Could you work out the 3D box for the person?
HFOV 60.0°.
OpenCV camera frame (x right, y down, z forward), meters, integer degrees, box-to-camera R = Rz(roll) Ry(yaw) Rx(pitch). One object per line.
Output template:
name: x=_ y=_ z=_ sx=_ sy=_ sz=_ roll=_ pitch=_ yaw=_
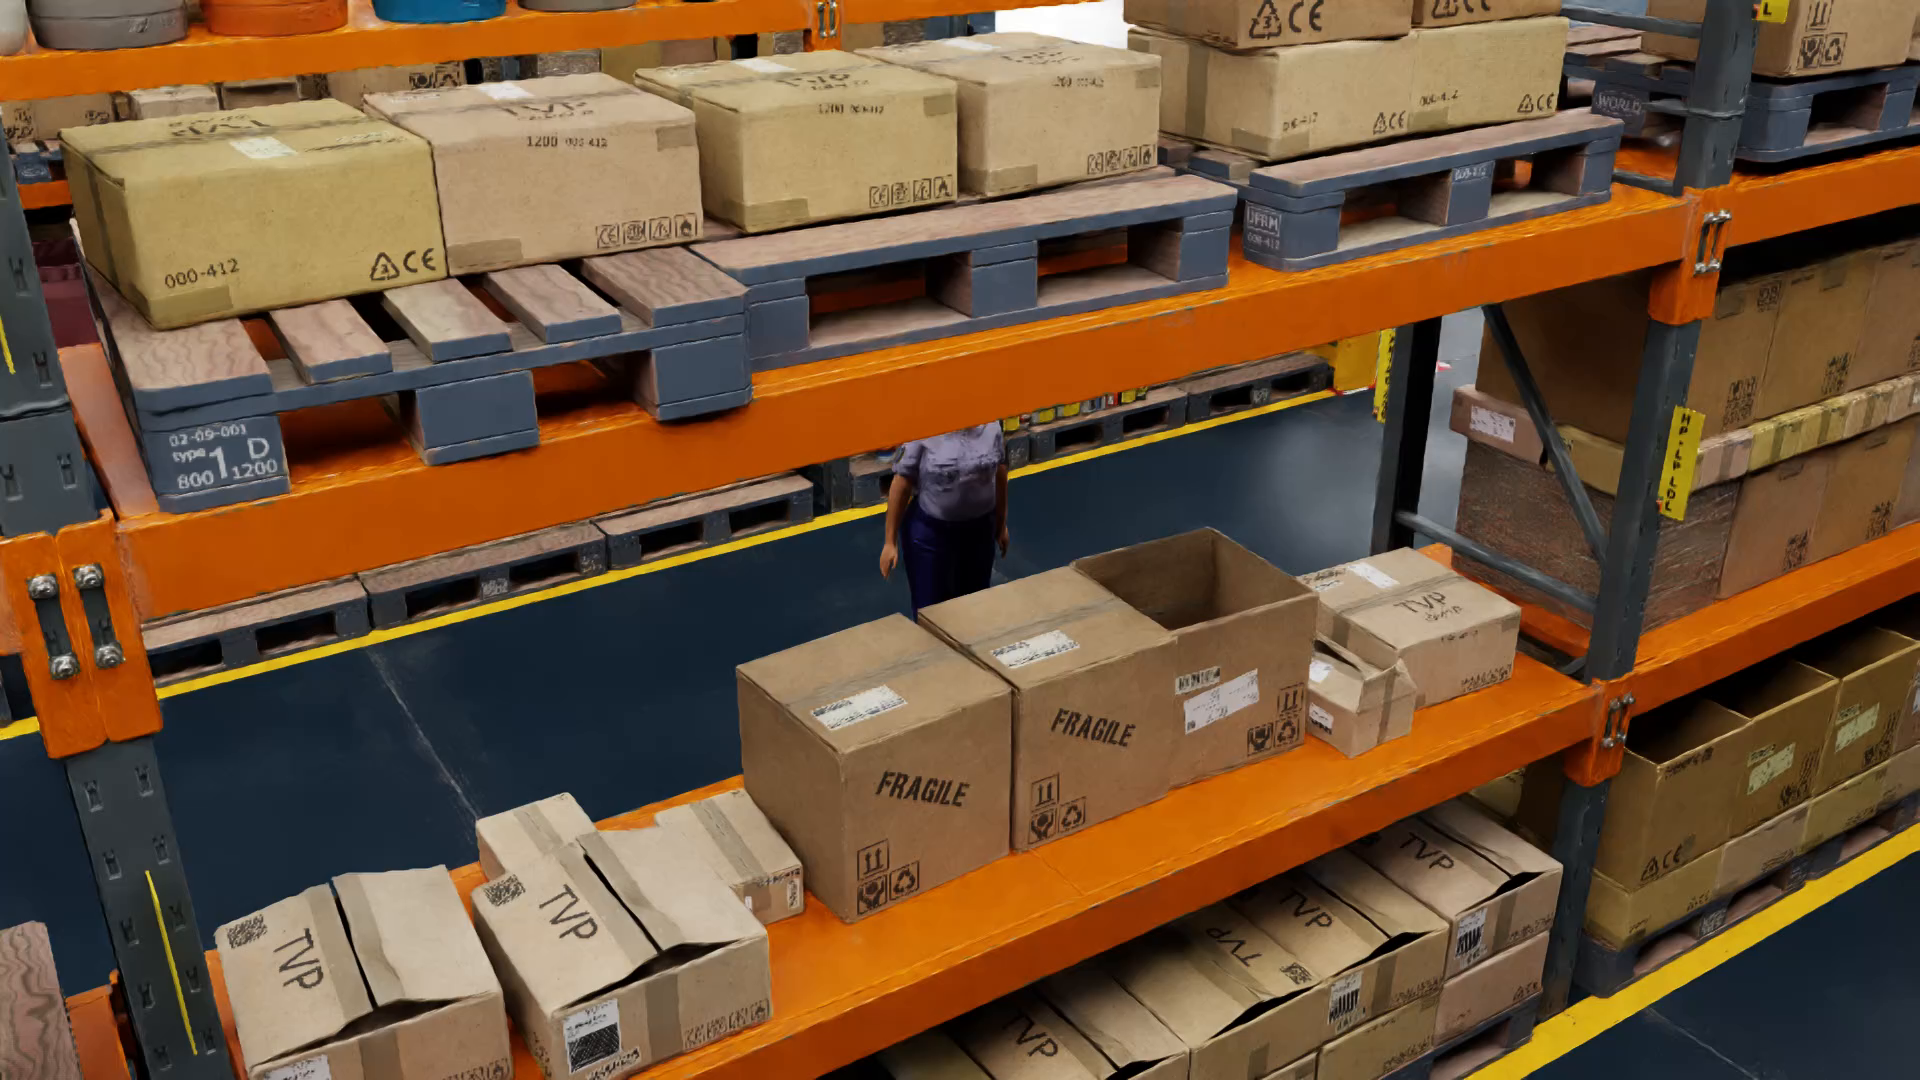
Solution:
person: x=-0.036 y=-0.009 z=7.111 sx=0.671 sy=1.636 sz=0.571 roll=-14 pitch=28 yaw=-26
